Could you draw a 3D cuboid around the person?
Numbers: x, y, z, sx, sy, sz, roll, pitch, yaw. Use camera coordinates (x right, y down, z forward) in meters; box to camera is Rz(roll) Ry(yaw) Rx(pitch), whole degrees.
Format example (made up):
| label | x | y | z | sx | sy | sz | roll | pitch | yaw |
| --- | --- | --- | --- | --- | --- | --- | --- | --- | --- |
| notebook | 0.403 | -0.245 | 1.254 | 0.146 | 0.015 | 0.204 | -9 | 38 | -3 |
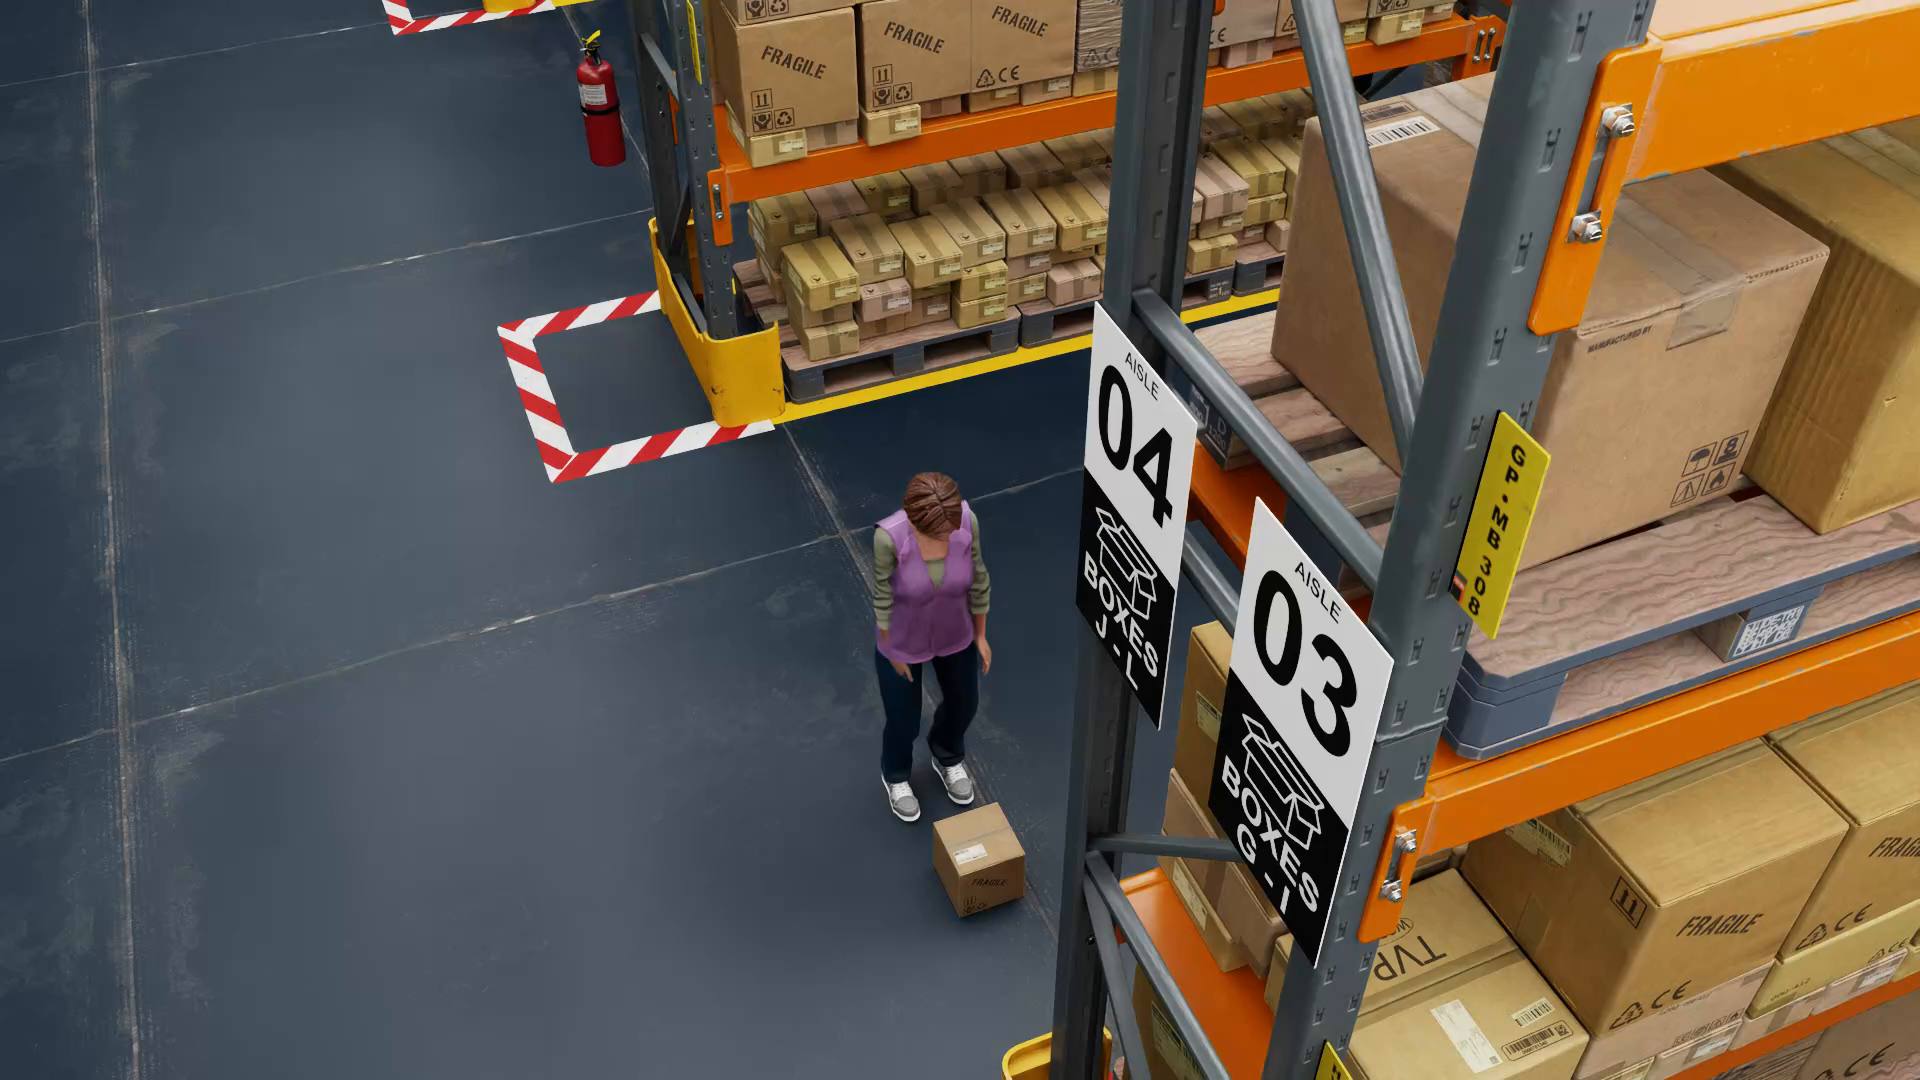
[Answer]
| label | x | y | z | sx | sy | sz | roll | pitch | yaw |
| --- | --- | --- | --- | --- | --- | --- | --- | --- | --- |
| person | -0.097 | 0.358 | 5.808 | 0.417 | 1.562 | 0.341 | -15 | 44 | -15 |
